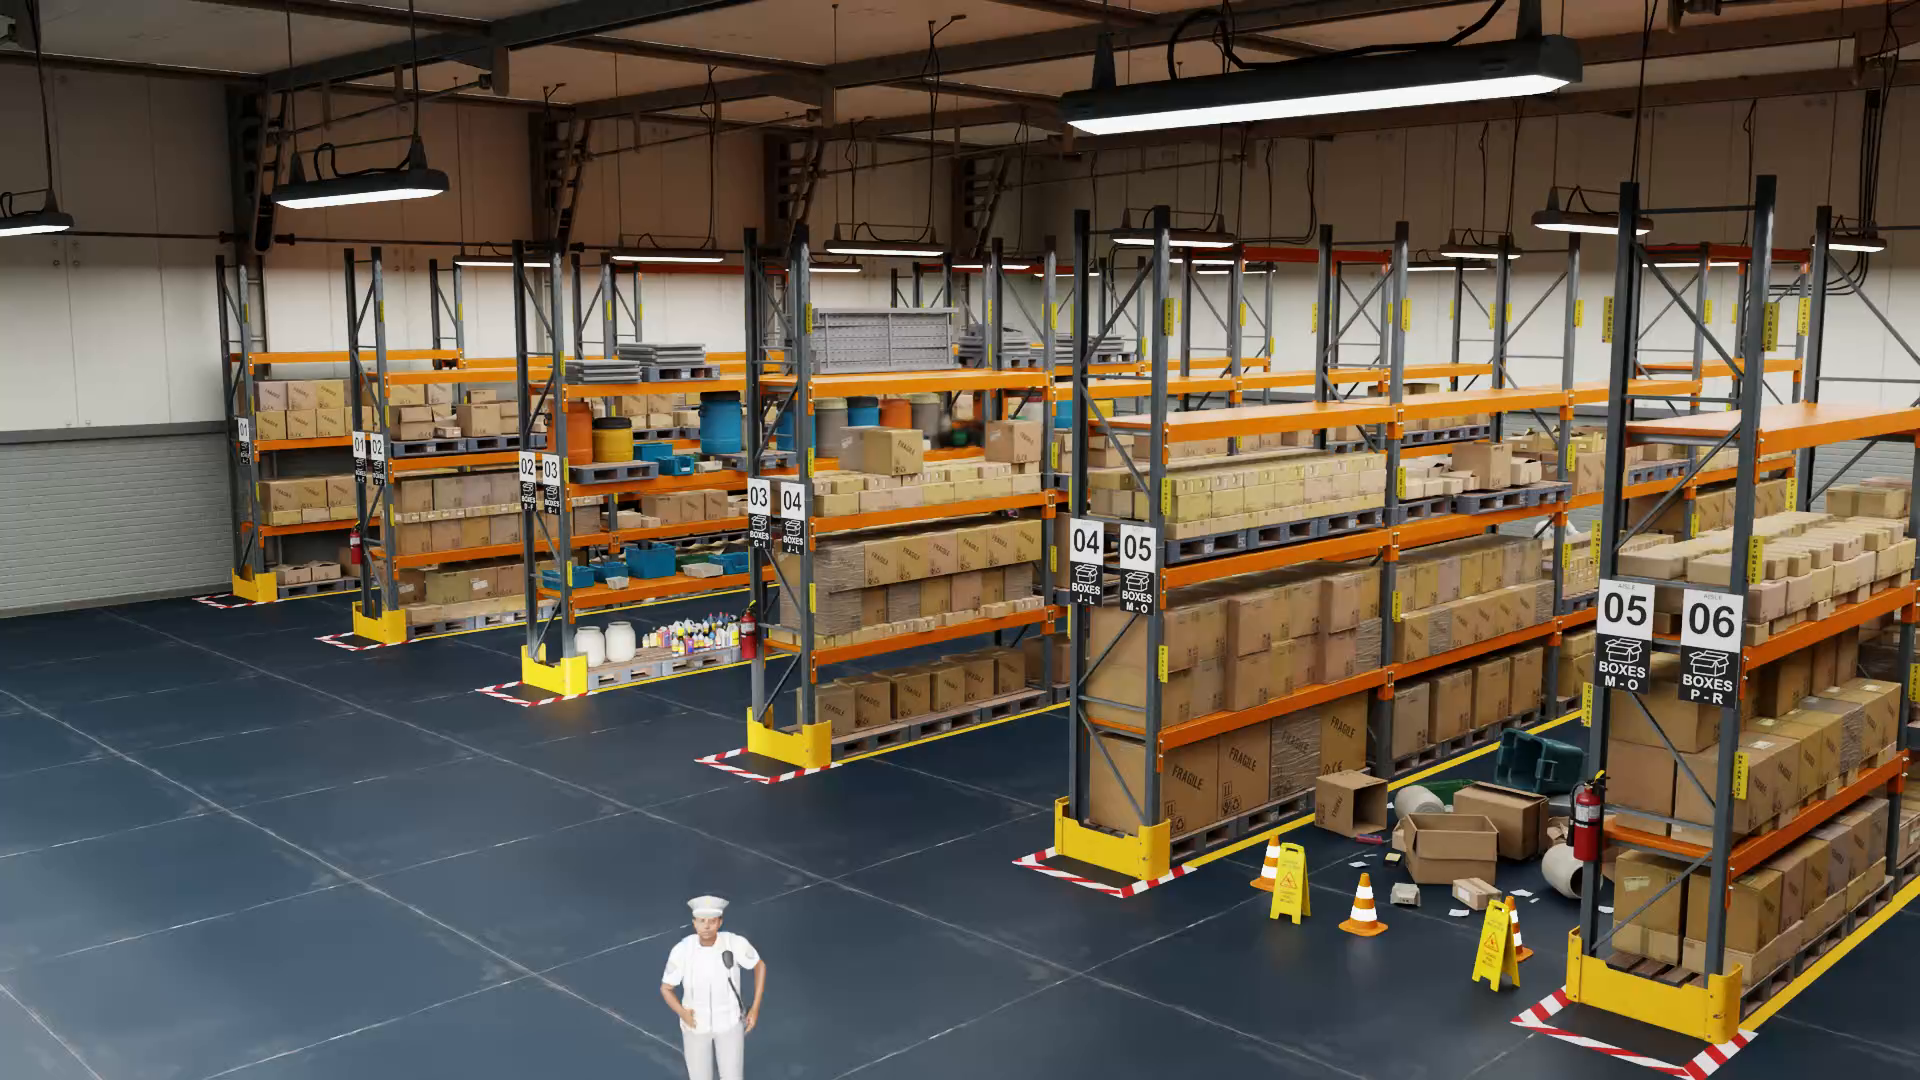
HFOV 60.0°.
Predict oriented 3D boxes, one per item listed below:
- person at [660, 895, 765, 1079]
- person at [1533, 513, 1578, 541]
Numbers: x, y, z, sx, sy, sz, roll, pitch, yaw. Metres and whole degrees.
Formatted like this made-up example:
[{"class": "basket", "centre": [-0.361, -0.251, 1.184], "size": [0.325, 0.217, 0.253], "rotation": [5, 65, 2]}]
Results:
[{"class": "person", "centre": [-1.483, 2.941, 9.990], "size": [0.624, 1.671, 0.537], "rotation": [-1, 8, -5]}, {"class": "person", "centre": [10.257, 0.282, 28.678], "size": [0.756, 1.727, 0.520], "rotation": [3, 9, 19]}]
